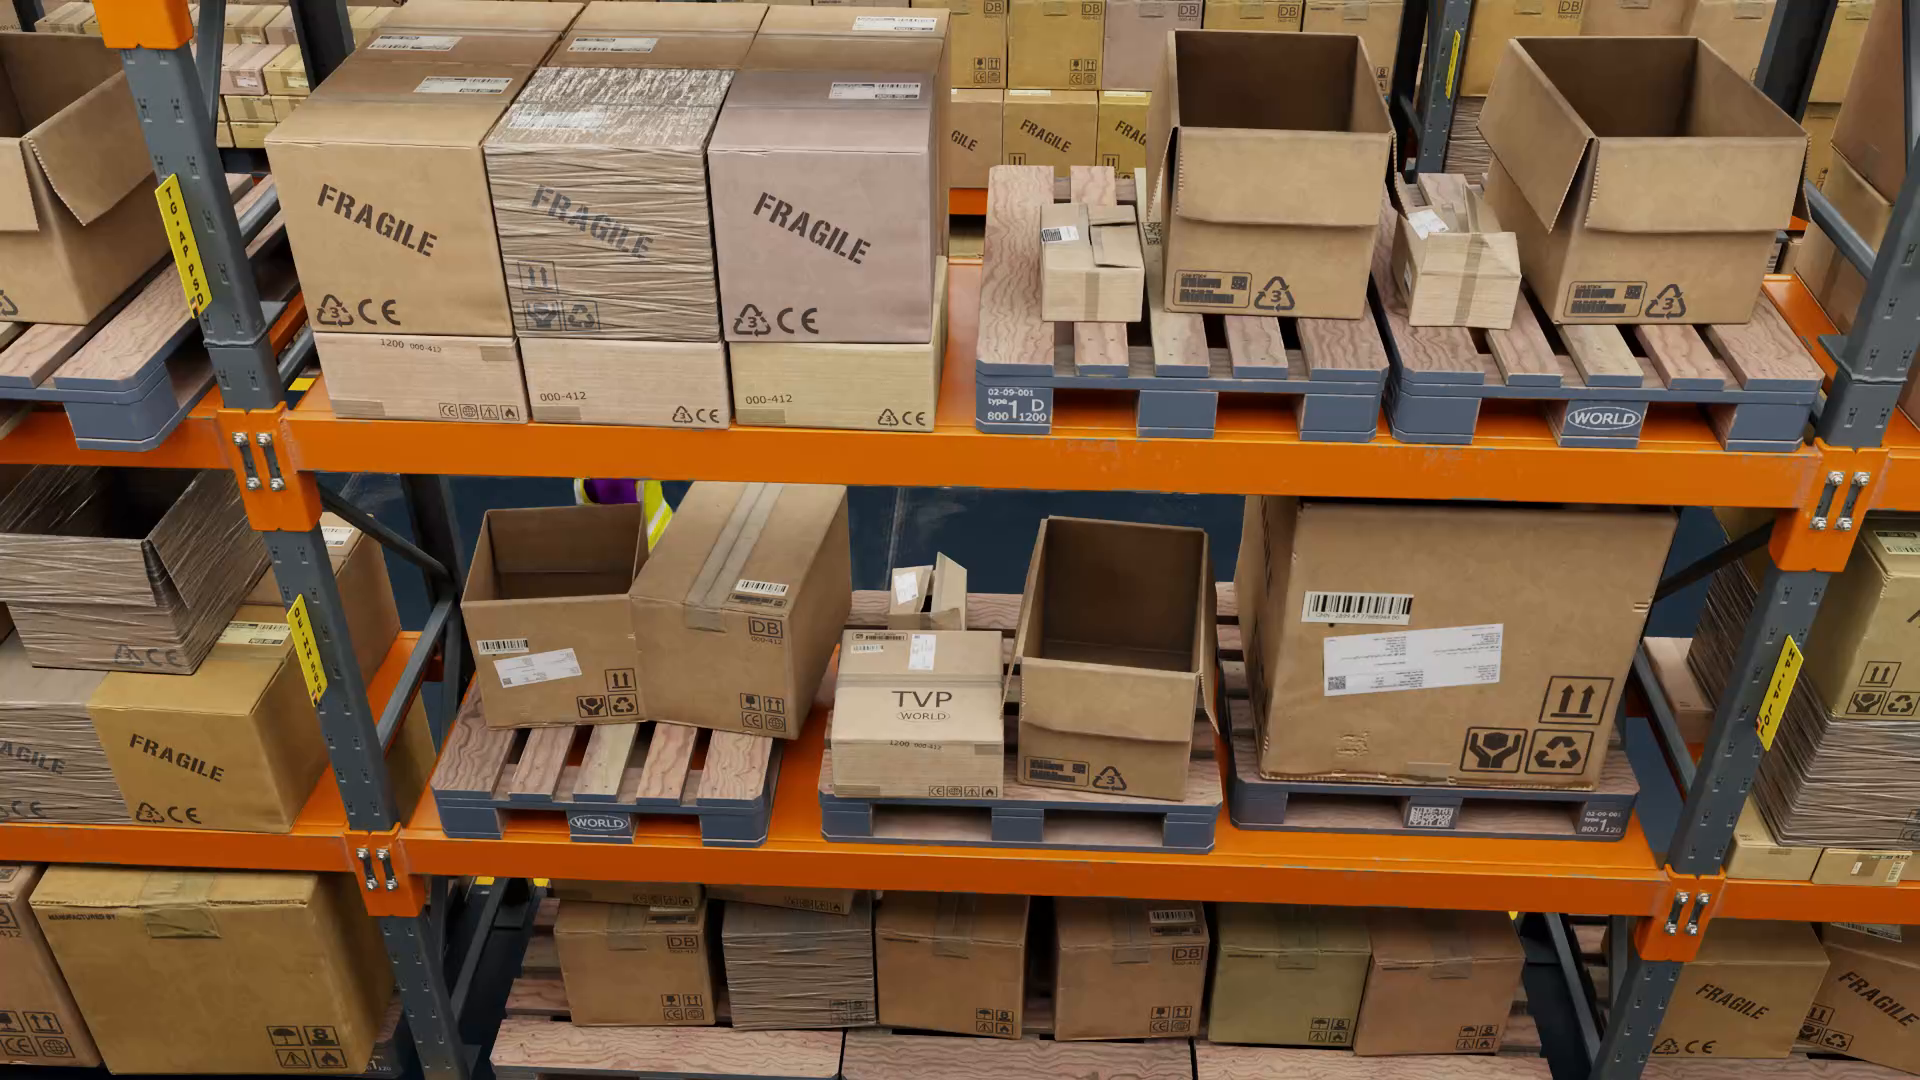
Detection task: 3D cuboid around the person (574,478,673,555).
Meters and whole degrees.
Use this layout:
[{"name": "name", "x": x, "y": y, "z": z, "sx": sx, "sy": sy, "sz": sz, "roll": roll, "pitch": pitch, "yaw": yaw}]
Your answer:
[{"name": "person", "x": -1.396, "y": 0.051, "z": 7.034, "sx": 0.569, "sy": 1.818, "sz": 0.625, "roll": 7, "pitch": 36, "yaw": 9}]
